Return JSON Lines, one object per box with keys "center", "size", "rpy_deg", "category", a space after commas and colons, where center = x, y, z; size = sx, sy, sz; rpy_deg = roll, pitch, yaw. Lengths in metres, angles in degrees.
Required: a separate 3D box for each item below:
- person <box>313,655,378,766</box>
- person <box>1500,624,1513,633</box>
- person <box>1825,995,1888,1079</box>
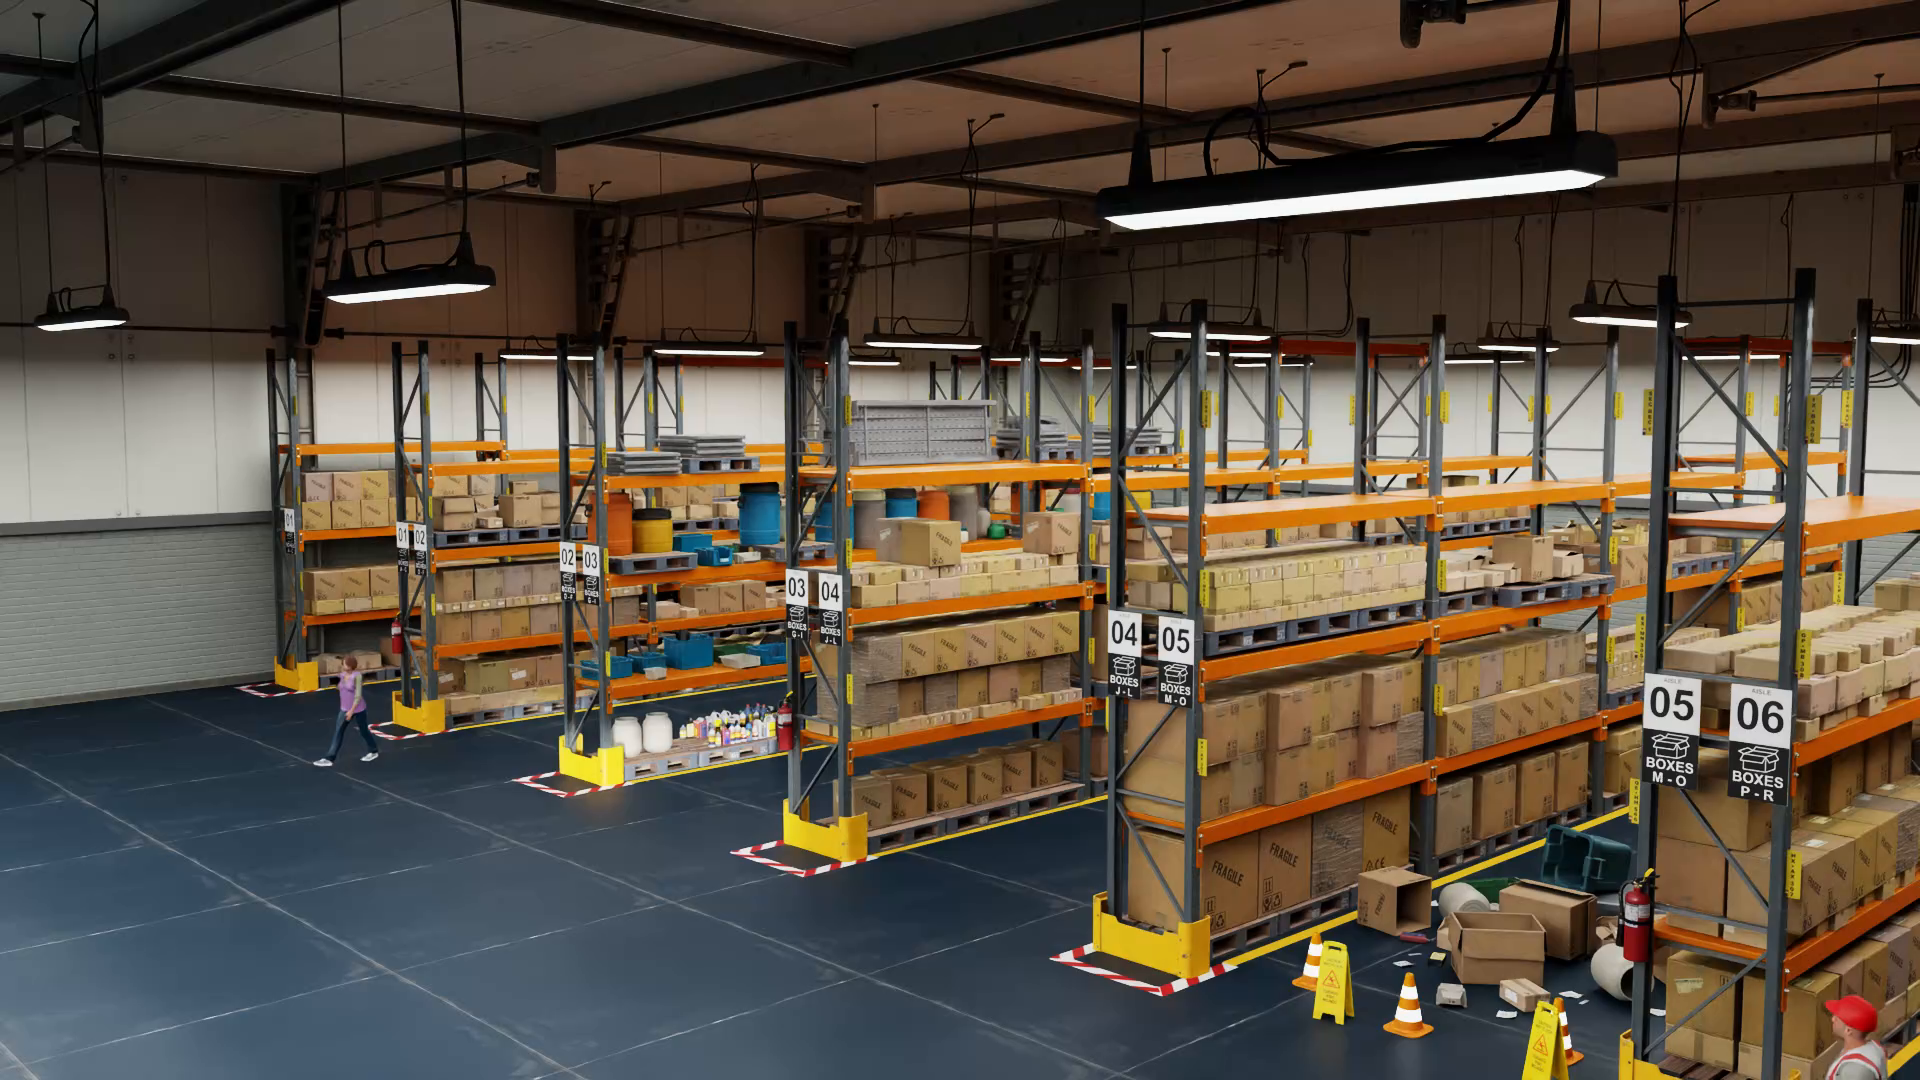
{"center": [-8.523, 2.385, 23.157], "size": [0.454, 1.510, 0.968], "rpy_deg": [2, 5, 20], "category": "person"}
{"center": [8.577, 2.103, 25.921], "size": [0.451, 1.625, 0.948], "rpy_deg": [5, 7, 42], "category": "person"}
{"center": [5.058, 3.451, 9.401], "size": [0.468, 1.793, 0.531], "rpy_deg": [2, 6, 26], "category": "person"}
